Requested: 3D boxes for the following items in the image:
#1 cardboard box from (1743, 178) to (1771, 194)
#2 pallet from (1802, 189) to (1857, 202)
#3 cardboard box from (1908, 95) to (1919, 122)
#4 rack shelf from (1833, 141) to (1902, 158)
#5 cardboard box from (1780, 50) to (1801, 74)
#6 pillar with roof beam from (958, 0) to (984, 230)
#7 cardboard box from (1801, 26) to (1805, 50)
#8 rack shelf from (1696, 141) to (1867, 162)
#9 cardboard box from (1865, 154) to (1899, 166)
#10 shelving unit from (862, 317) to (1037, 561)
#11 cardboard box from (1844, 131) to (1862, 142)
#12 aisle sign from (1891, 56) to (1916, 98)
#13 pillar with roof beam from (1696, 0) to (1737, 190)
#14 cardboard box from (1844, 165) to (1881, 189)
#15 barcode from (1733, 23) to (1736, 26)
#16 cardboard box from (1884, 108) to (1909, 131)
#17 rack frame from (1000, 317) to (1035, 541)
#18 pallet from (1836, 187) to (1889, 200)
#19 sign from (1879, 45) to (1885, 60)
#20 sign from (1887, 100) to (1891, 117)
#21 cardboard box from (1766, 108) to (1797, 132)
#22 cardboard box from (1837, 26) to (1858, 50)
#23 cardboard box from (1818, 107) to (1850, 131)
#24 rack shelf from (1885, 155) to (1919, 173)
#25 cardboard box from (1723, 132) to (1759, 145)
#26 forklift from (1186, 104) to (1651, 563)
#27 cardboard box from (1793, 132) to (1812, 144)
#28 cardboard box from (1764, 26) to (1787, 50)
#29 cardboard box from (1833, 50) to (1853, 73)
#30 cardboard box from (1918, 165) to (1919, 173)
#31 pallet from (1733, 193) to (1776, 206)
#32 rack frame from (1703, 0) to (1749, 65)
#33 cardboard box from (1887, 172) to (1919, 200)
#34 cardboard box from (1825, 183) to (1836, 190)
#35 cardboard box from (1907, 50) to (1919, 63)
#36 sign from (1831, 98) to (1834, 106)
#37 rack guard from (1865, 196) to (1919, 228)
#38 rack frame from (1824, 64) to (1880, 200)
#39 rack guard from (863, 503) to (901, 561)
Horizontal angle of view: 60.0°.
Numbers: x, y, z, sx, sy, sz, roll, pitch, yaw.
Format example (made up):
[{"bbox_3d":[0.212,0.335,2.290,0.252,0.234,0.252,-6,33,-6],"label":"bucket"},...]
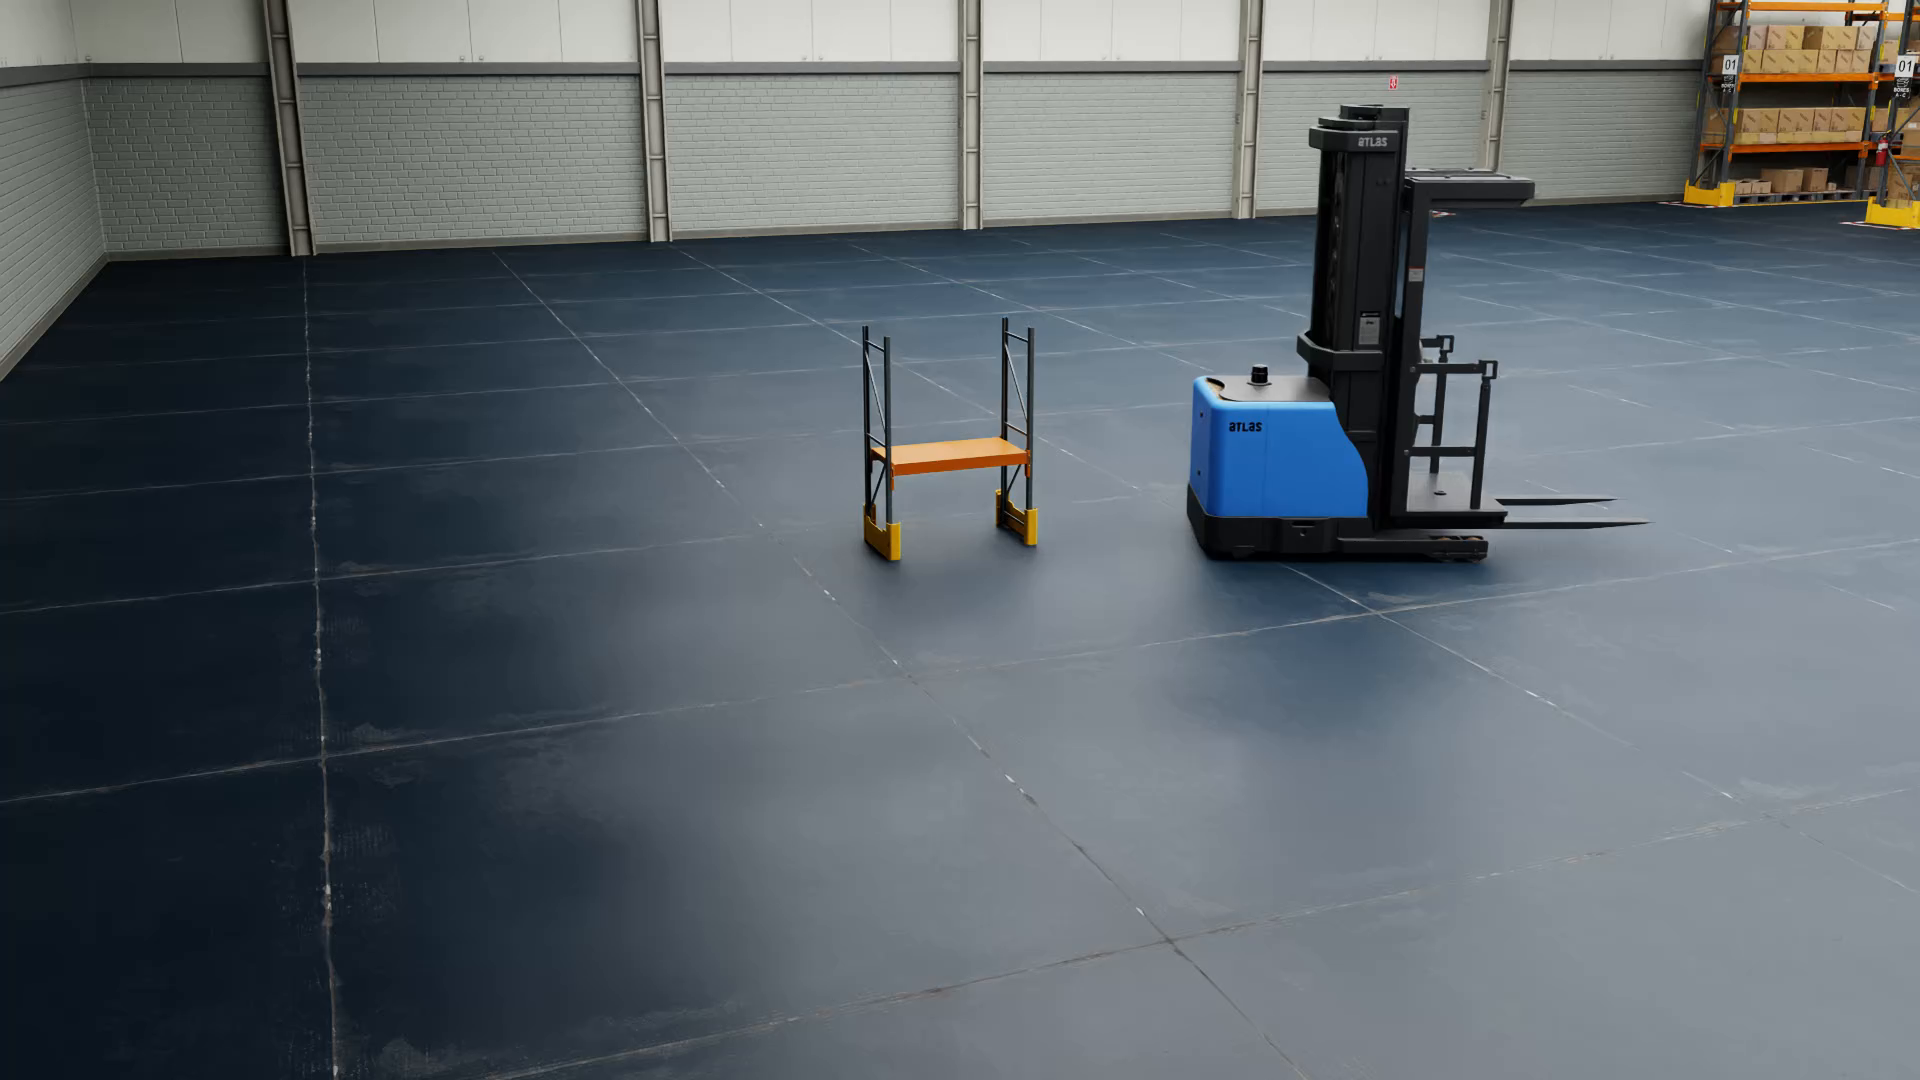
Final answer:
[{"bbox_3d":[17.871,-7.978,37.432,0.500,0.311,0.500,-5,17,-15],"label":"cardboard box"},{"bbox_3d":[19.781,-7.941,38.267,1.213,0.211,1.003,-6,17,-20],"label":"pallet"},{"bbox_3d":[18.927,-8.370,32.296,0.500,0.500,0.700,-6,17,-20],"label":"cardboard box"},{"bbox_3d":[22.263,-9.213,38.924,4.000,0.370,1.077,-6,17,-20],"label":"rack shelf"},{"bbox_3d":[18.060,-10.516,36.548,0.500,0.500,0.500,-5,17,-18],"label":"cardboard box"},{"bbox_3d":[1.737,-9.182,26.896,0.400,9.000,9.100,-6,17,-20],"label":"pillar with roof beam"},{"bbox_3d":[18.416,-11.192,37.077,0.500,0.500,0.500,-6,17,-20],"label":"cardboard box"},{"bbox_3d":[18.528,-8.810,37.551,4.000,0.370,1.077,-6,17,-20],"label":"rack shelf"},{"bbox_3d":[21.487,-8.852,38.743,0.500,0.250,0.500,-7,18,-21],"label":"cardboard box"},{"bbox_3d":[-0.071,-0.712,11.361,1.083,1.500,0.587,-6,17,-20],"label":"shelving unit"},{"bbox_3d":[20.062,-9.167,37.720,0.500,0.250,0.500,-6,17,-20],"label":"cardboard box"},{"bbox_3d":[18.270,-8.968,32.200,0.004,0.787,0.394,-6,17,-20],"label":"aisle sign"},{"bbox_3d":[18.545,-10.997,33.076,0.400,9.000,9.100,-6,17,-20],"label":"pillar with roof beam"},{"bbox_3d":[21.077,-8.447,38.694,0.500,0.500,0.700,-6,17,-18],"label":"cardboard box"},{"bbox_3d":[17.145,-11.411,36.792,0.075,0.075,0.001,-6,17,-20],"label":"barcode"},{"bbox_3d":[21.408,-9.712,38.390,0.500,0.500,0.700,-4,17,-14],"label":"cardboard box"},{"bbox_3d":[0.395,-0.762,11.532,0.032,1.500,0.500,-6,17,-20],"label":"rack frame"},{"bbox_3d":[21.122,-8.097,38.798,1.213,0.211,1.003,-6,17,-20],"label":"pallet"},{"bbox_3d":[20.597,-10.902,37.157,0.005,0.325,0.100,-6,17,-20],"label":"sign"},{"bbox_3d":[18.255,-8.464,32.620,0.005,0.325,0.100,-6,17,-20],"label":"sign"},{"bbox_3d":[18.164,-9.317,36.903,0.500,0.500,0.500,-7,18,-22],"label":"cardboard box"},{"bbox_3d":[19.514,-11.153,36.942,0.500,0.500,0.500,-5,17,-17],"label":"cardboard box"},{"bbox_3d":[19.601,-9.473,37.433,0.500,0.500,0.500,-6,17,-20],"label":"cardboard box"},{"bbox_3d":[20.304,-7.507,33.114,4.000,0.370,1.077,-6,17,-20],"label":"rack shelf"},{"bbox_3d":[17.230,-8.856,36.664,0.500,0.250,0.500,-7,18,-22],"label":"cardboard box"},{"bbox_3d":[3.147,-1.406,11.186,3.031,2.935,1.130,0,16,0],"label":"forklift"},{"bbox_3d":[18.660,-9.013,37.196,0.500,0.250,0.500,-6,17,-20],"label":"cardboard box"},{"bbox_3d":[17.594,-10.942,36.224,0.500,0.500,0.500,-6,18,-21],"label":"cardboard box"},{"bbox_3d":[19.536,-10.690,37.140,0.500,0.500,0.500,-8,18,-25],"label":"cardboard box"},{"bbox_3d":[22.501,-8.606,39.237,0.500,0.500,0.700,-6,17,-20],"label":"cardboard box"},{"bbox_3d":[17.503,-7.695,37.429,1.213,0.211,1.003,-6,17,-20],"label":"pallet"},{"bbox_3d":[16.661,-11.832,35.918,0.127,3.000,1.000,-6,17,-20],"label":"rack frame"},{"bbox_3d":[18.831,-7.025,32.999,0.500,0.500,0.500,-6,17,-20],"label":"cardboard box"},{"bbox_3d":[19.907,-8.146,38.263,0.250,0.166,0.380,-9,18,-27],"label":"cardboard box"},{"bbox_3d":[21.510,-11.051,37.994,0.500,0.311,0.500,-6,17,-18],"label":"cardboard box"},{"bbox_3d":[20.194,-10.058,38.469,0.005,0.325,0.100,-6,17,-20],"label":"sign"},{"bbox_3d":[18.414,-6.448,32.670,0.348,0.500,1.175,-6,17,-20],"label":"rack guard"},{"bbox_3d":[20.396,-9.356,38.136,0.127,3.000,1.000,-6,17,-20],"label":"rack frame"},{"bbox_3d":[-0.536,-0.062,11.366,0.087,0.250,0.587,-6,17,-20],"label":"rack guard"}]
